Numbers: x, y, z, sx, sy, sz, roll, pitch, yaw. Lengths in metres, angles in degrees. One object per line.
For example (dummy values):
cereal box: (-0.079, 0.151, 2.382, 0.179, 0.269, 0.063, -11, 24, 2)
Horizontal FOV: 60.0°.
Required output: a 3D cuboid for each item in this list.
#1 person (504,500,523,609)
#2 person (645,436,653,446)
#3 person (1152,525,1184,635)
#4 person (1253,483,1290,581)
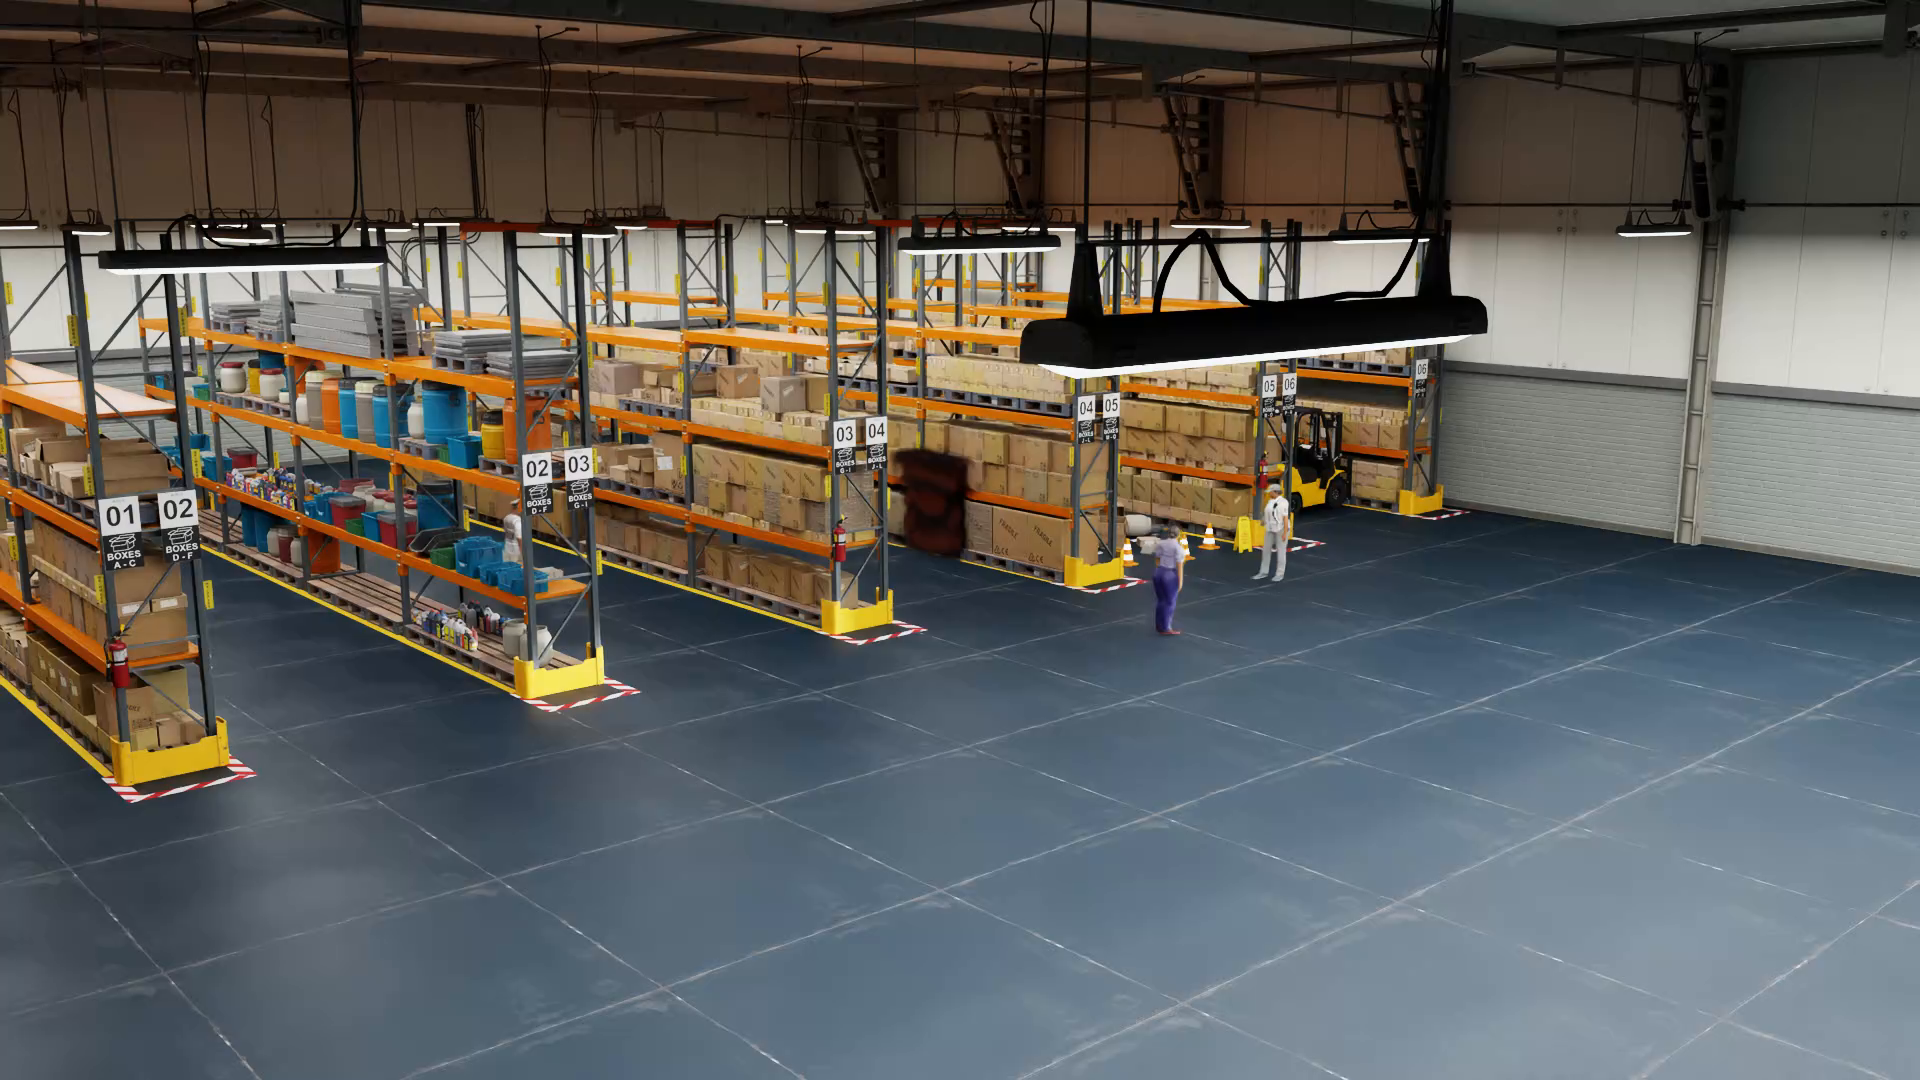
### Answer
person: (-6.998, 0.223, 26.314, 0.561, 1.755, 0.446, 8, 14, 33)
person: (-8.097, -3.362, 44.102, 0.693, 1.727, 0.898, 4, 12, 20)
person: (3.113, 0.604, 24.790, 0.395, 1.643, 0.504, -10, 15, -41)
person: (5.362, -0.141, 28.388, 0.472, 1.669, 0.553, -11, 16, -43)
